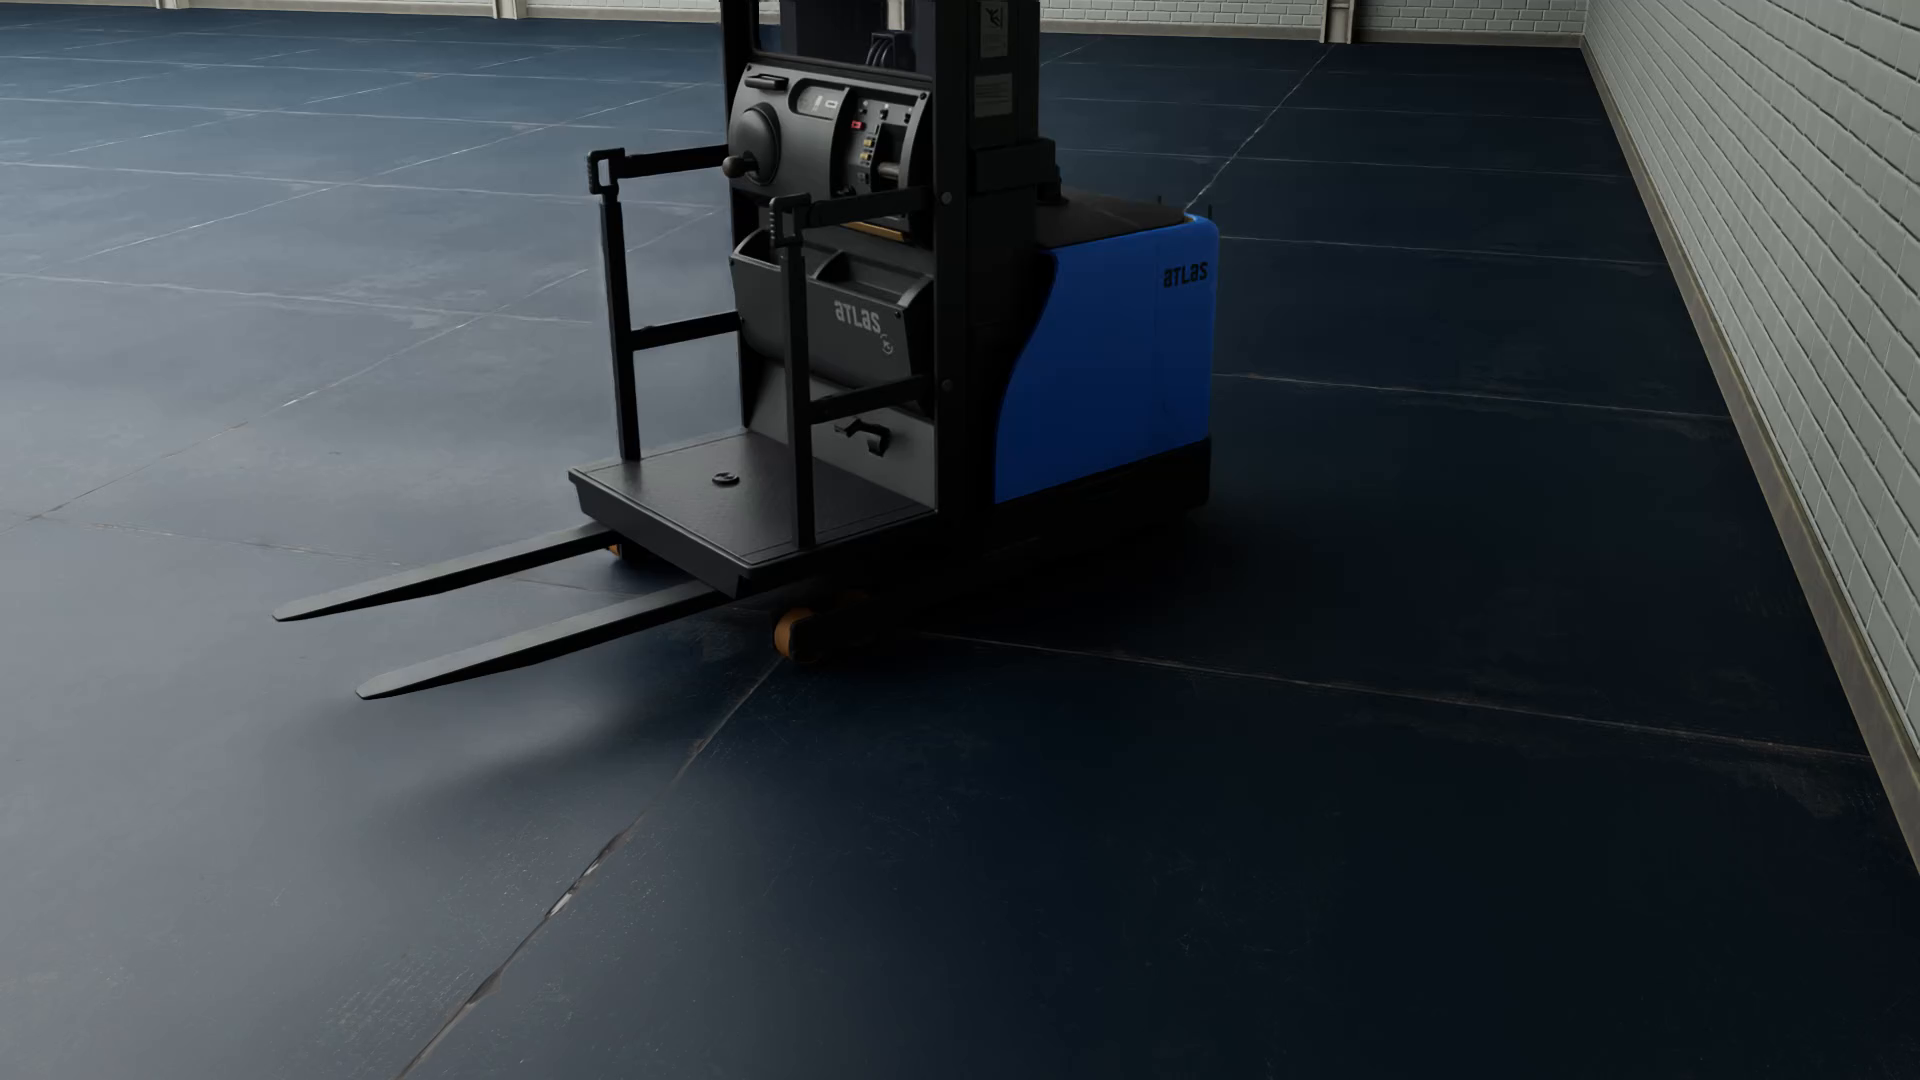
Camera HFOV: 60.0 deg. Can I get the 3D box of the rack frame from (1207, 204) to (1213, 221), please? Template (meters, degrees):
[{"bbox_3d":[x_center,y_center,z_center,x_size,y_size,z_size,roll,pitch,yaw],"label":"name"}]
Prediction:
[{"bbox_3d":[0.821,-0.685,6.056,0.200,1.050,0.008,-18,29,-37],"label":"rack frame"}]

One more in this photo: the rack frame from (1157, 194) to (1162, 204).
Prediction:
[{"bbox_3d":[0.661,-0.755,6.226,0.200,1.050,0.008,-18,29,-37],"label":"rack frame"}]

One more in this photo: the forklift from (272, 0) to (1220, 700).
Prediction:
[{"bbox_3d":[-0.566,-1.216,4.872,3.031,2.935,1.130,-18,28,-37],"label":"forklift"}]

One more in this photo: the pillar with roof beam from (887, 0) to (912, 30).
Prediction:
[{"bbox_3d":[-2.144,-9.666,17.477,0.400,9.000,9.100,7,23,16],"label":"pillar with roof beam"}]

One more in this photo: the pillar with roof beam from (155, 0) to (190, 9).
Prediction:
[{"bbox_3d":[-13.632,-10.981,20.684,0.400,9.000,9.100,7,23,16],"label":"pillar with roof beam"}]

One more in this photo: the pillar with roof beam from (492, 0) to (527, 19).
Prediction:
[{"bbox_3d":[-7.888,-10.324,19.080,0.400,9.000,9.100,7,23,16],"label":"pillar with roof beam"}]

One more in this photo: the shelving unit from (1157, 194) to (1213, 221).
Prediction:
[{"bbox_3d":[0.741,-0.720,6.141,0.215,1.050,0.252,-18,29,-37],"label":"shelving unit"}]

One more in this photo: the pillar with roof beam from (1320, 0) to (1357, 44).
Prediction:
[{"bbox_3d":[3.600,-9.008,15.873,0.400,9.000,9.100,7,23,16],"label":"pillar with roof beam"}]
